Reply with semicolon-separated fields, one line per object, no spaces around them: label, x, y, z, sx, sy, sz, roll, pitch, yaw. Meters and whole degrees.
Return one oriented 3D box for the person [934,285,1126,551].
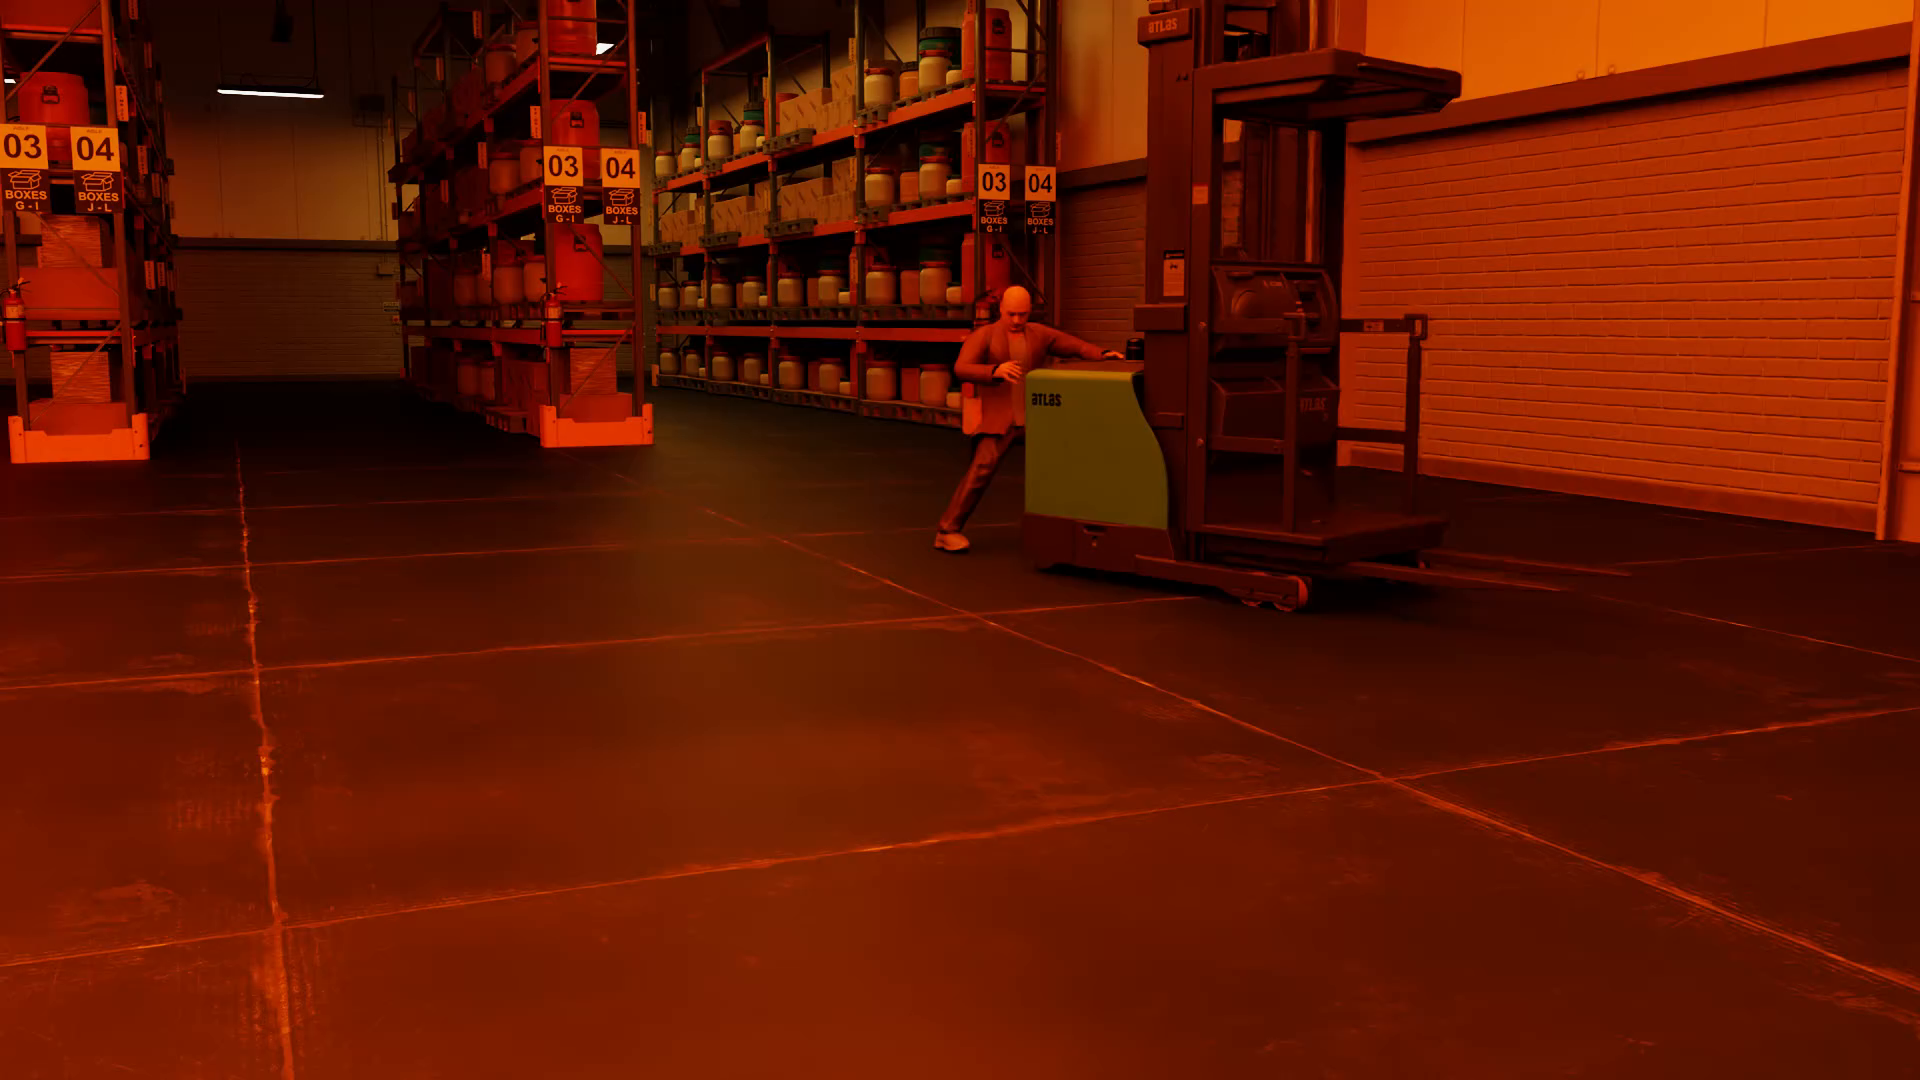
person;0.420;-0.734;9.846;1.177;1.534;0.739;-2;8;-13

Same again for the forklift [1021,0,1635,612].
forklift;1.697;-1.197;8.018;1.130;2.935;3.031;-7;10;-42
